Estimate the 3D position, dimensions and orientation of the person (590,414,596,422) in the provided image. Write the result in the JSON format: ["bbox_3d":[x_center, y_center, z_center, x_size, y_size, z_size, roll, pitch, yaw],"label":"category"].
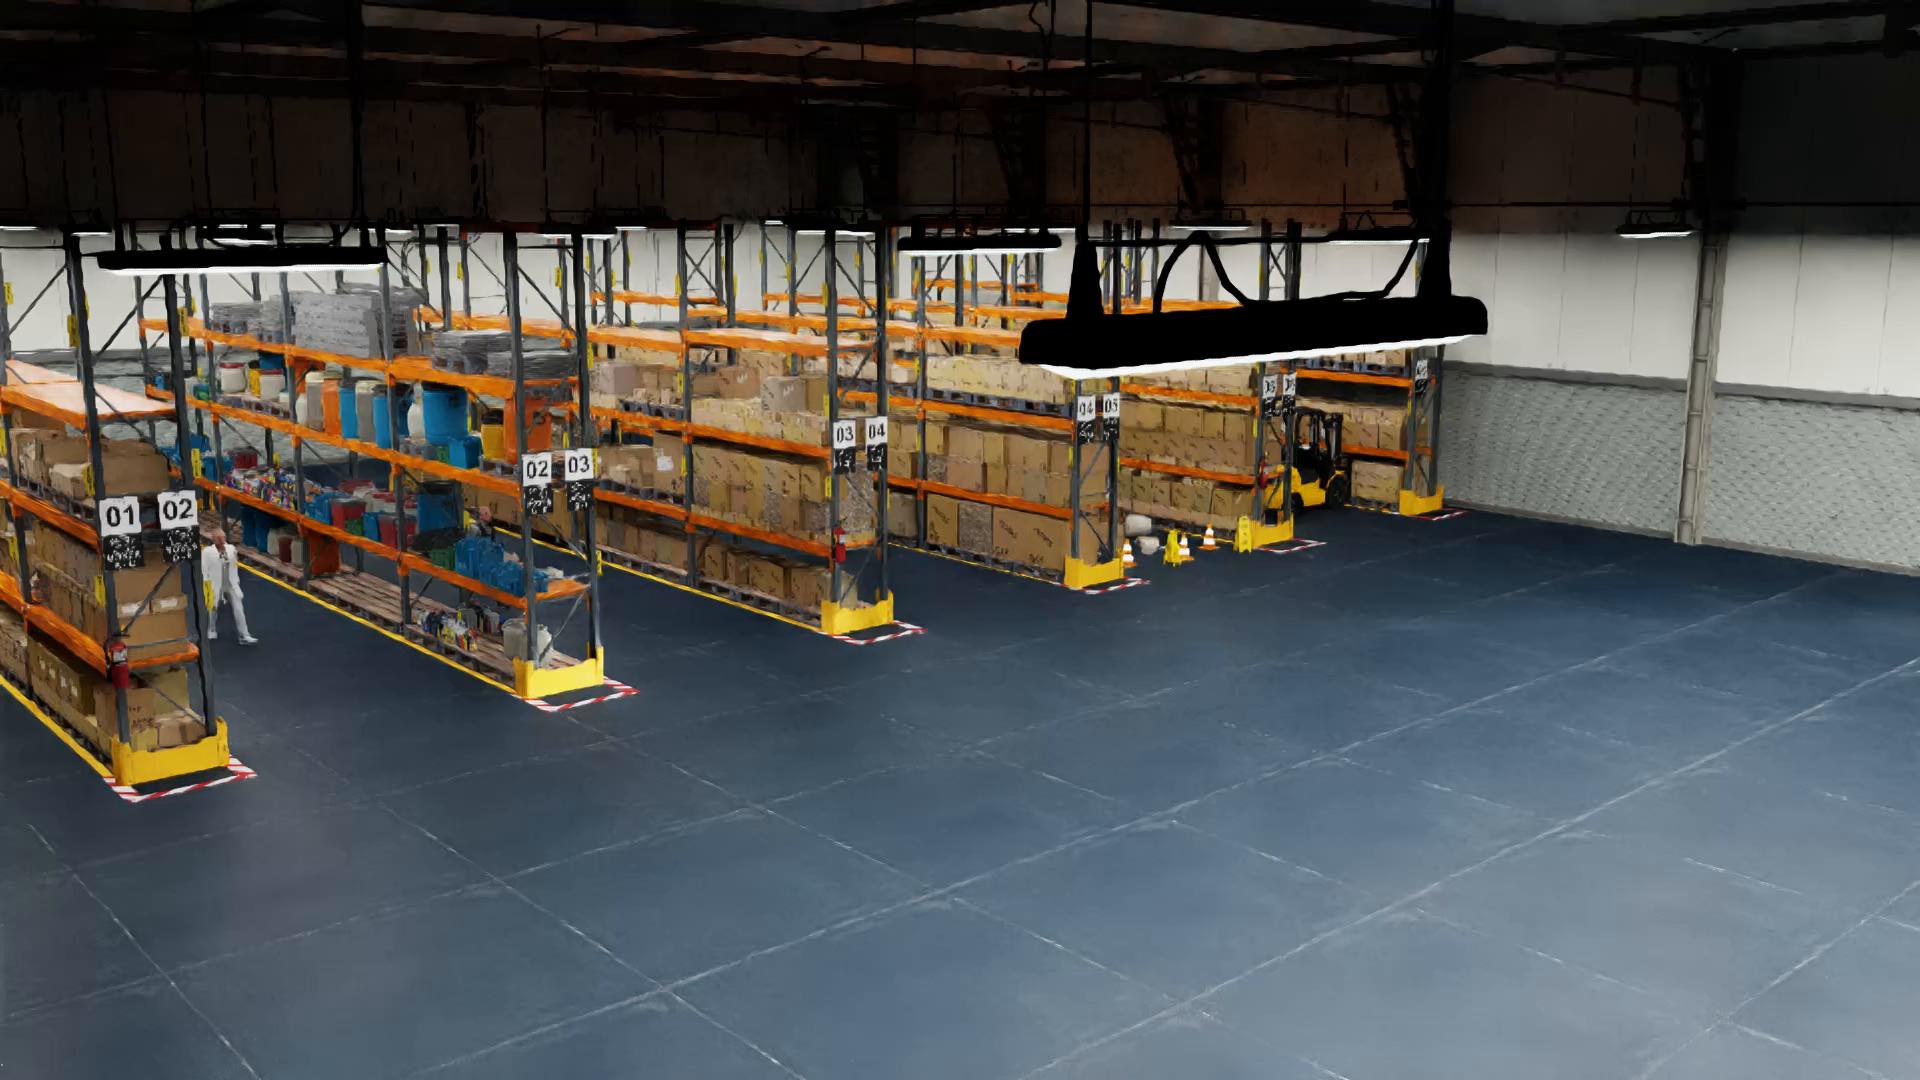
[{"bbox_3d":[-9.050,-2.763,40.996,0.692,1.779,0.459,3,12,15],"label":"person"}]

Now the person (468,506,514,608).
[{"bbox_3d":[-7.522,0.286,26.186,0.729,1.677,0.651,5,13,25],"label":"person"}]

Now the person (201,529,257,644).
[{"bbox_3d":[-10.734,0.664,24.194,0.600,1.699,1.197,-11,16,-43],"label":"person"}]
